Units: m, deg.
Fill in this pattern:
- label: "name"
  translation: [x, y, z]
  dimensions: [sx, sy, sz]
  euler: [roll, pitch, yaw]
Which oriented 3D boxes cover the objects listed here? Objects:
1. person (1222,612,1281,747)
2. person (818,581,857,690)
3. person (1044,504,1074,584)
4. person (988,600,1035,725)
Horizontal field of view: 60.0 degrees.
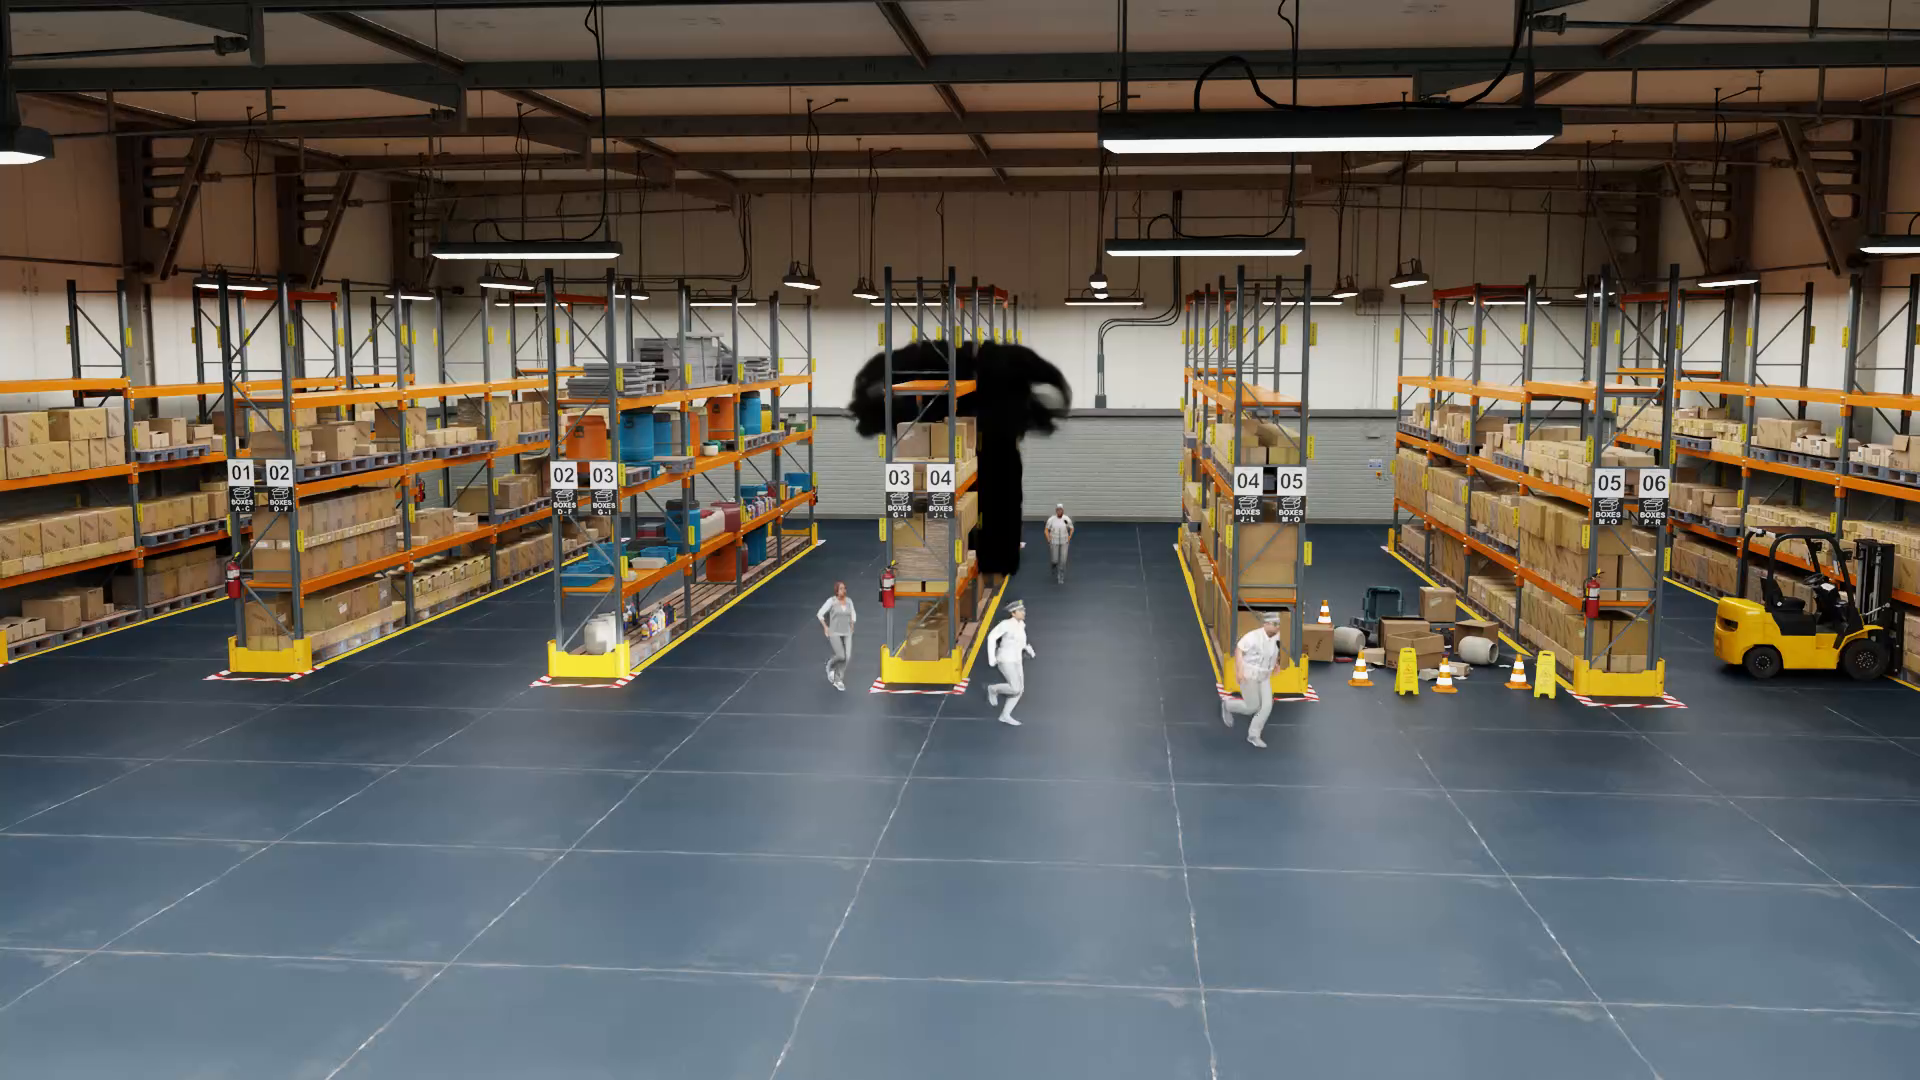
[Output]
- label: "person"
  translation: [3.622, 1.693, 20.621]
  dimensions: [0.661, 1.718, 0.837]
  euler: [-6, 9, -42]
- label: "person"
  translation: [-1.702, 1.369, 23.693]
  dimensions: [0.536, 1.569, 0.540]
  euler: [-4, 8, -29]
- label: "person"
  translation: [2.042, 0.067, 34.140]
  dimensions: [0.616, 1.632, 0.599]
  euler: [0, 7, 0]
- label: "person"
  translation: [0.660, 1.586, 21.639]
  dimensions: [0.639, 1.649, 0.653]
  euler: [5, 9, 37]
